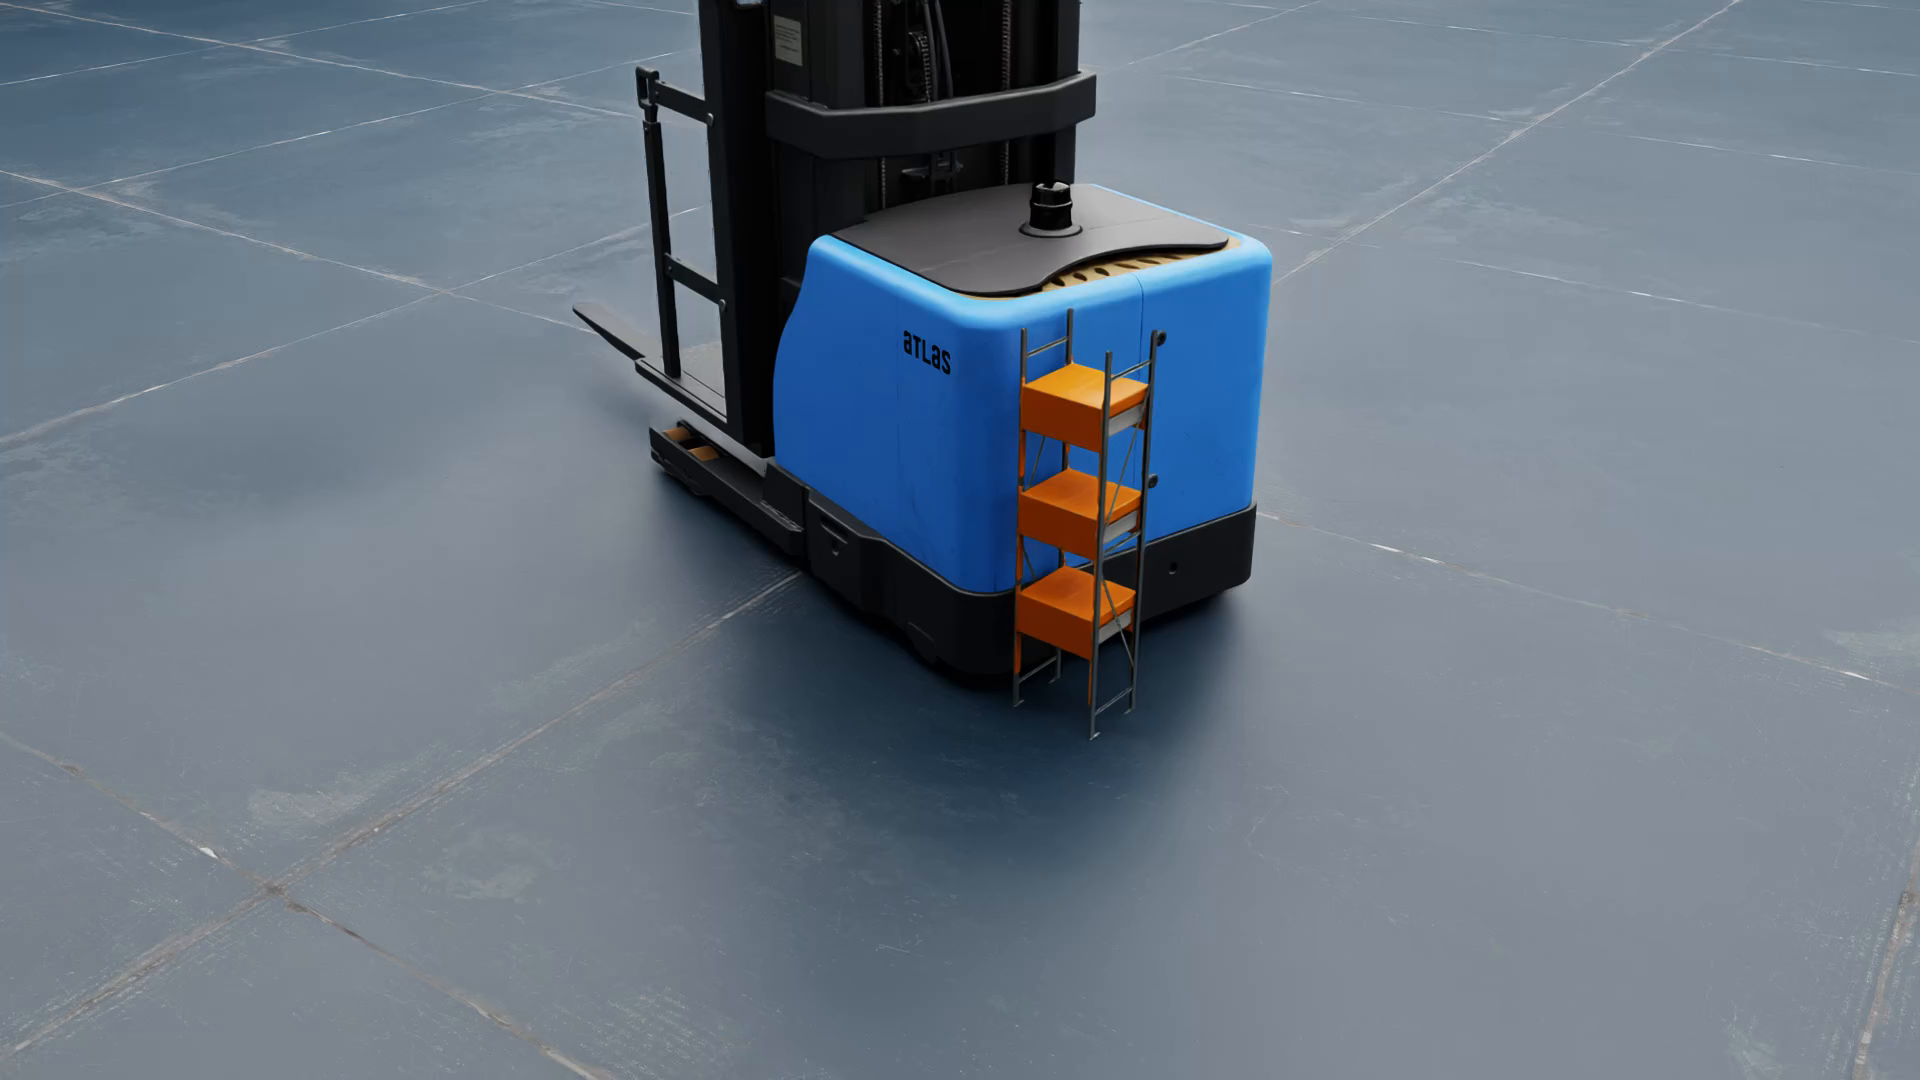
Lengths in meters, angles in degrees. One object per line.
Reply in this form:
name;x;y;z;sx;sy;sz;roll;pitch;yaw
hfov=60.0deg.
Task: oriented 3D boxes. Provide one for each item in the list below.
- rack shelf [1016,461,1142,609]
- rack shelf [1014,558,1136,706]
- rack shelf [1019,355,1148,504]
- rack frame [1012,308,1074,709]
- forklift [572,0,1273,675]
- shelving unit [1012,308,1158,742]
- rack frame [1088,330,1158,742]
rack shelf;0.301;-0.016;4.145;0.240;0.259;0.215;21;33;35
rack shelf;0.300;0.232;4.270;0.240;0.259;0.215;21;33;35
rack shelf;0.302;-0.270;4.018;0.240;0.259;0.215;21;33;35
rack frame;0.207;-0.061;4.210;0.008;1.050;0.200;21;33;35
forklift;-0.398;-1.565;5.093;1.130;2.935;3.031;-18;32;-31
shelving unit;0.301;-0.025;4.141;0.252;1.050;0.215;21;33;35
rack frame;0.395;0.010;4.071;0.008;1.050;0.200;21;33;35
